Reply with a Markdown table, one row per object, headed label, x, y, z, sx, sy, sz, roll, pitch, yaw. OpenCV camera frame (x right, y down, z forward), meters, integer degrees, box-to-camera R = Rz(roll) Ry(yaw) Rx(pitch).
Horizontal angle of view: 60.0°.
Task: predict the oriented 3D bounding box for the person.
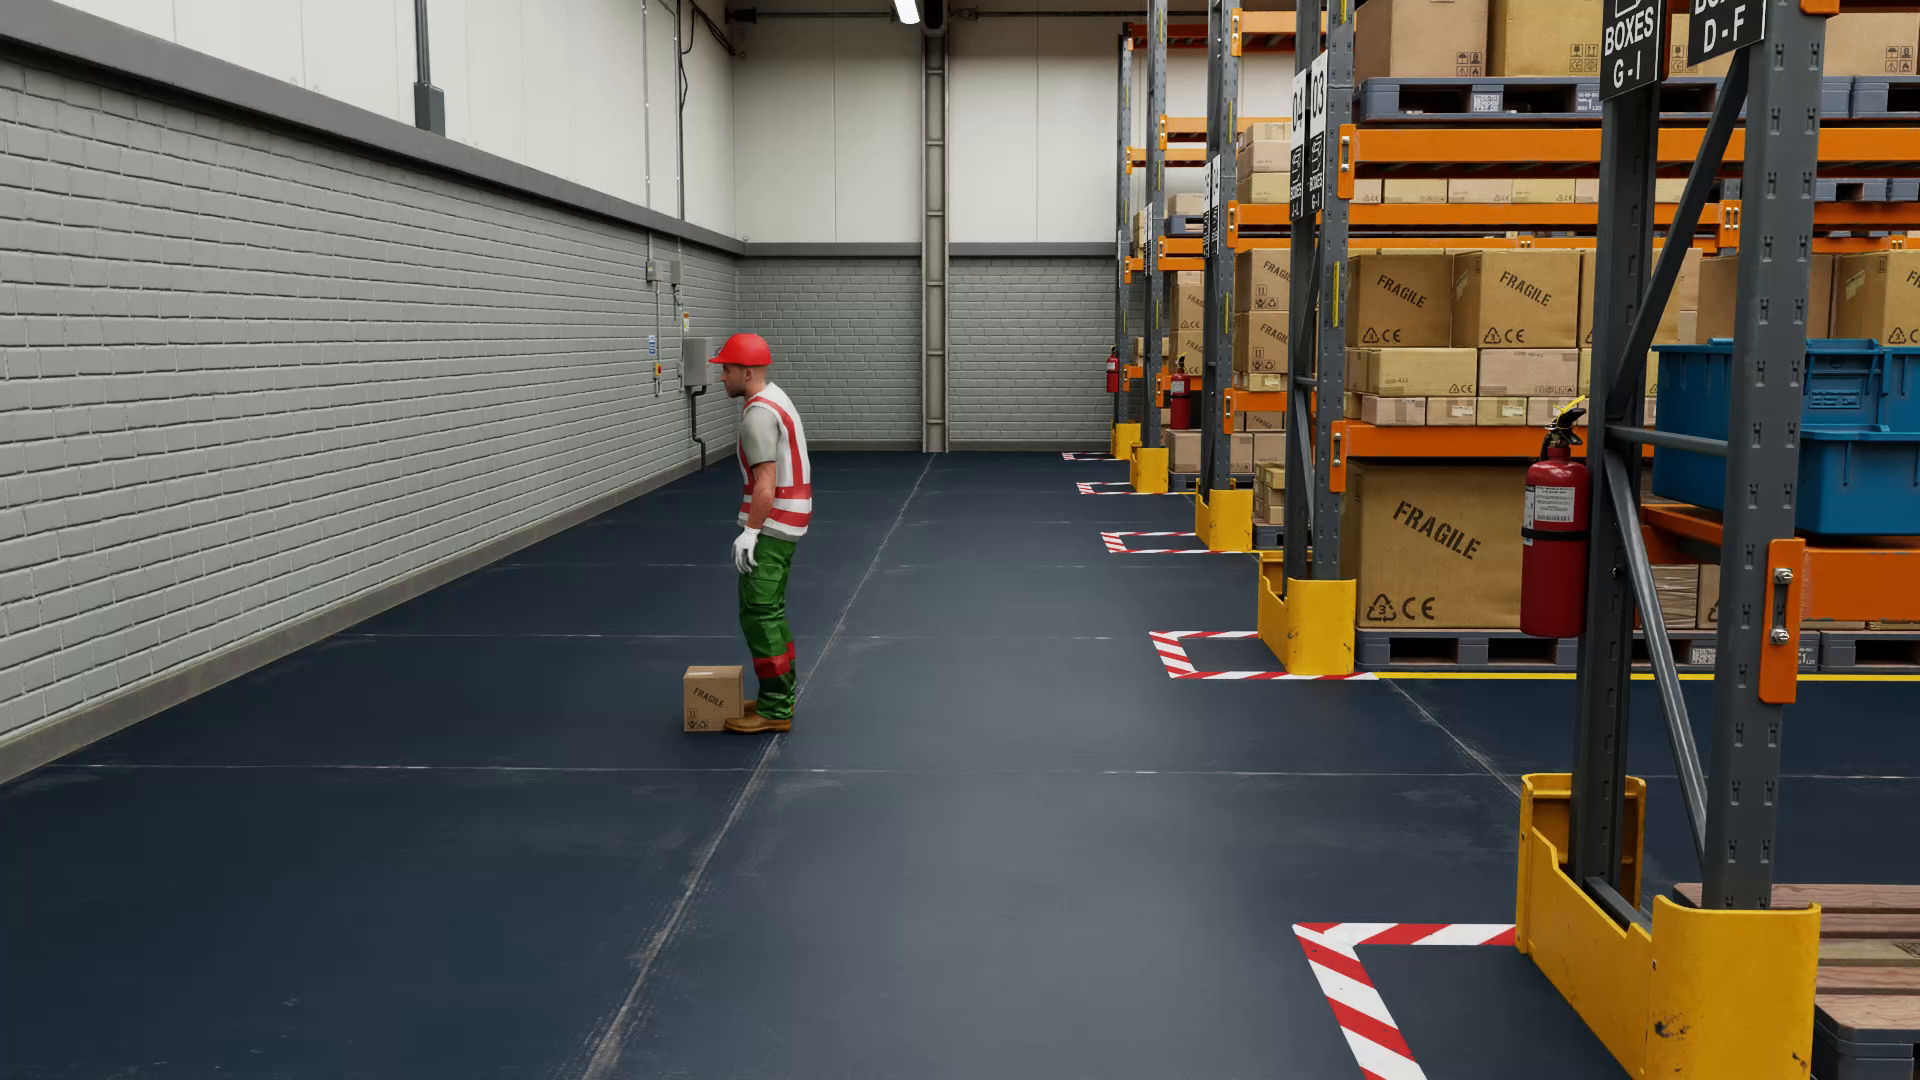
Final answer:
| label | x | y | z | sx | sy | sz | roll | pitch | yaw |
| --- | --- | --- | --- | --- | --- | --- | --- | --- | --- |
| person | -0.893 | -0.036 | 7.488 | 0.448 | 1.780 | 0.610 | 0 | 7 | 2 |
